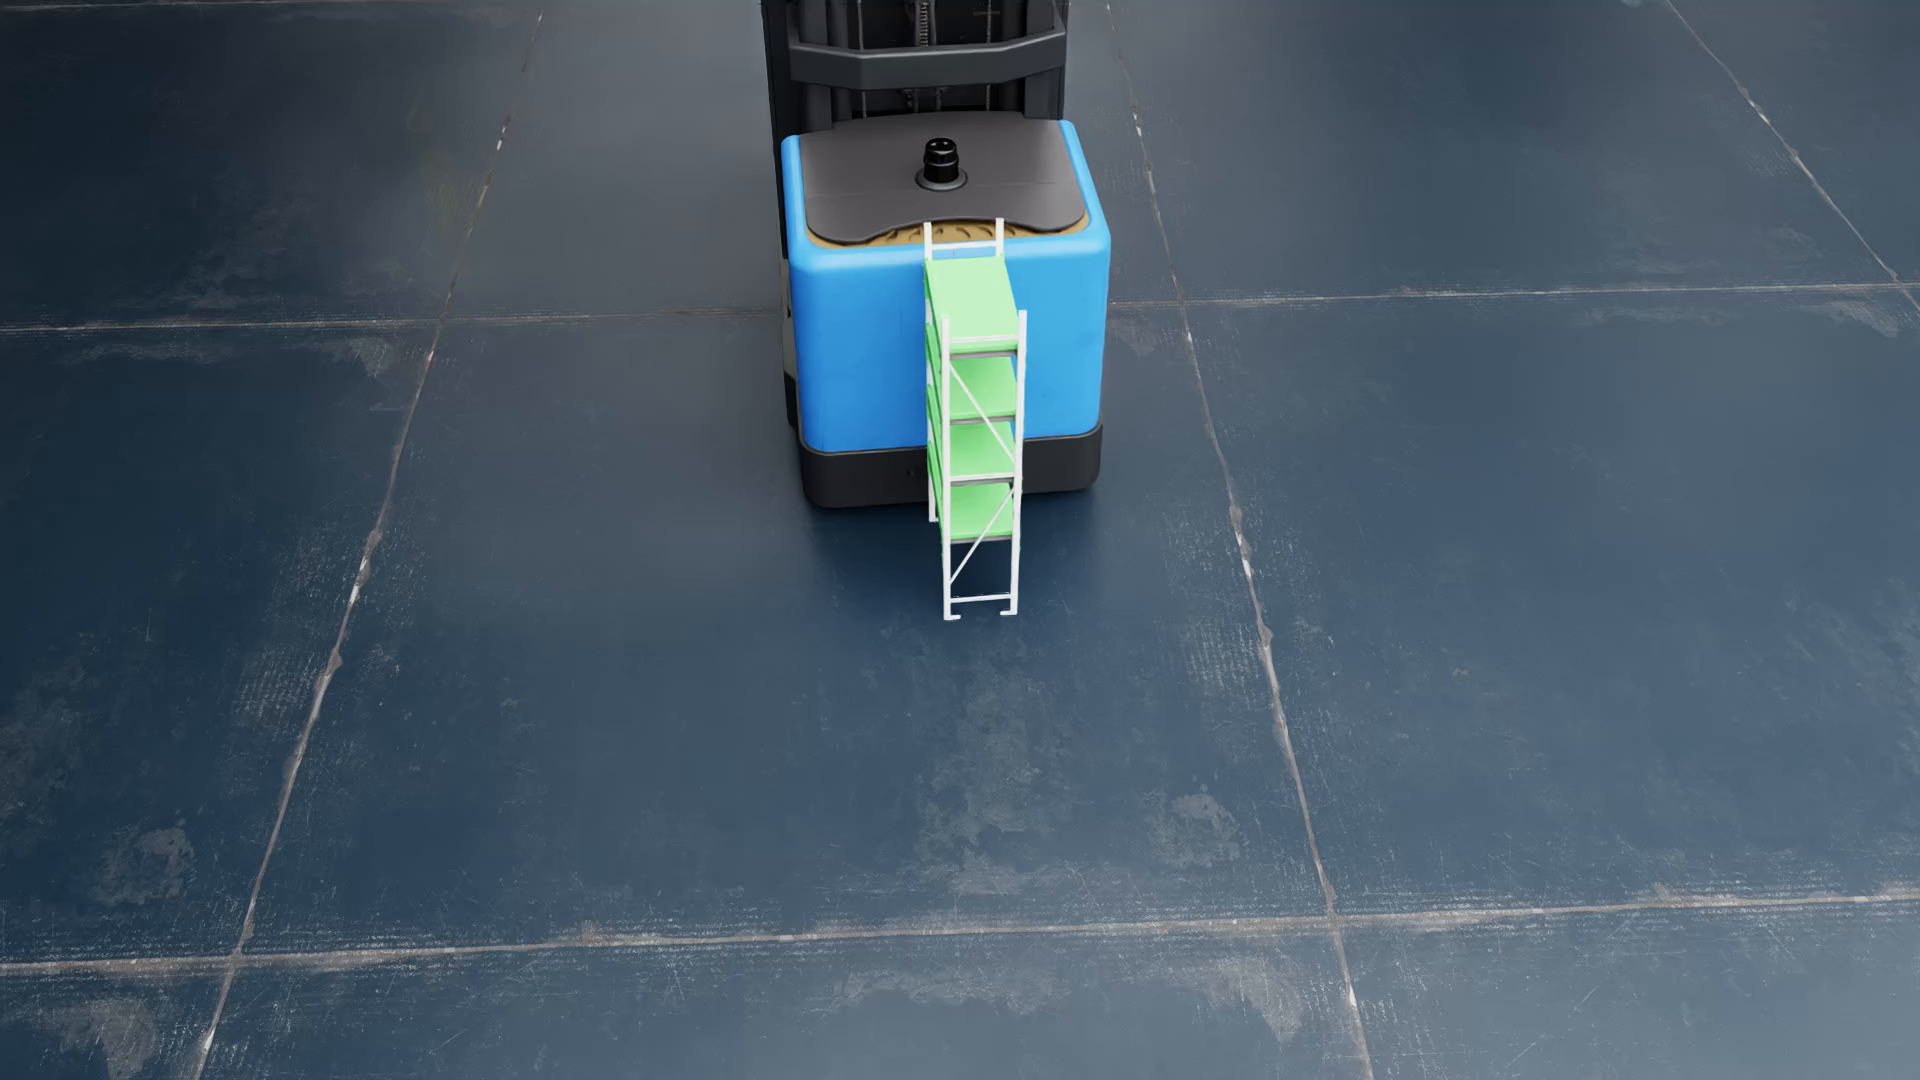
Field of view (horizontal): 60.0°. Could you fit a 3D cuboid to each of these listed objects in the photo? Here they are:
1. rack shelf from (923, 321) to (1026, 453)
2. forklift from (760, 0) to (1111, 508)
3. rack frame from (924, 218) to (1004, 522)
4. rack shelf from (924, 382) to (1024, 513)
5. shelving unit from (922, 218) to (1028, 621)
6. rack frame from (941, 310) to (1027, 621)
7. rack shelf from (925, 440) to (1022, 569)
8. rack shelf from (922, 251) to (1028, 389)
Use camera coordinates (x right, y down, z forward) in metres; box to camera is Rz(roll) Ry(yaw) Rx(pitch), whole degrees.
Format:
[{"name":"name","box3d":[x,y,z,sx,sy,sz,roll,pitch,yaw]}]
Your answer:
[{"name":"rack shelf","box3d":[0.039,-0.485,5.130,0.258,0.148,0.480,-4,43,-5]},{"name":"forklift","box3d":[-0.187,-2.186,5.966,1.130,2.935,3.031,-4,43,-5]},{"name":"rack frame","box3d":[0.012,-0.519,5.428,0.240,1.200,0.015,-4,43,-5]},{"name":"rack shelf","box3d":[0.039,-0.308,5.293,0.258,0.148,0.480,-4,43,-5]},{"name":"shelving unit","box3d":[0.039,-0.355,5.249,0.258,1.200,0.503,-4,43,-5]},{"name":"rack frame","box3d":[0.067,-0.191,5.071,0.240,1.200,0.015,-4,43,-5]},{"name":"rack shelf","box3d":[0.039,-0.131,5.455,0.258,0.148,0.480,-4,43,-5]},{"name":"rack shelf","box3d":[0.039,-0.662,4.968,0.258,0.148,0.480,-4,43,-5]}]
